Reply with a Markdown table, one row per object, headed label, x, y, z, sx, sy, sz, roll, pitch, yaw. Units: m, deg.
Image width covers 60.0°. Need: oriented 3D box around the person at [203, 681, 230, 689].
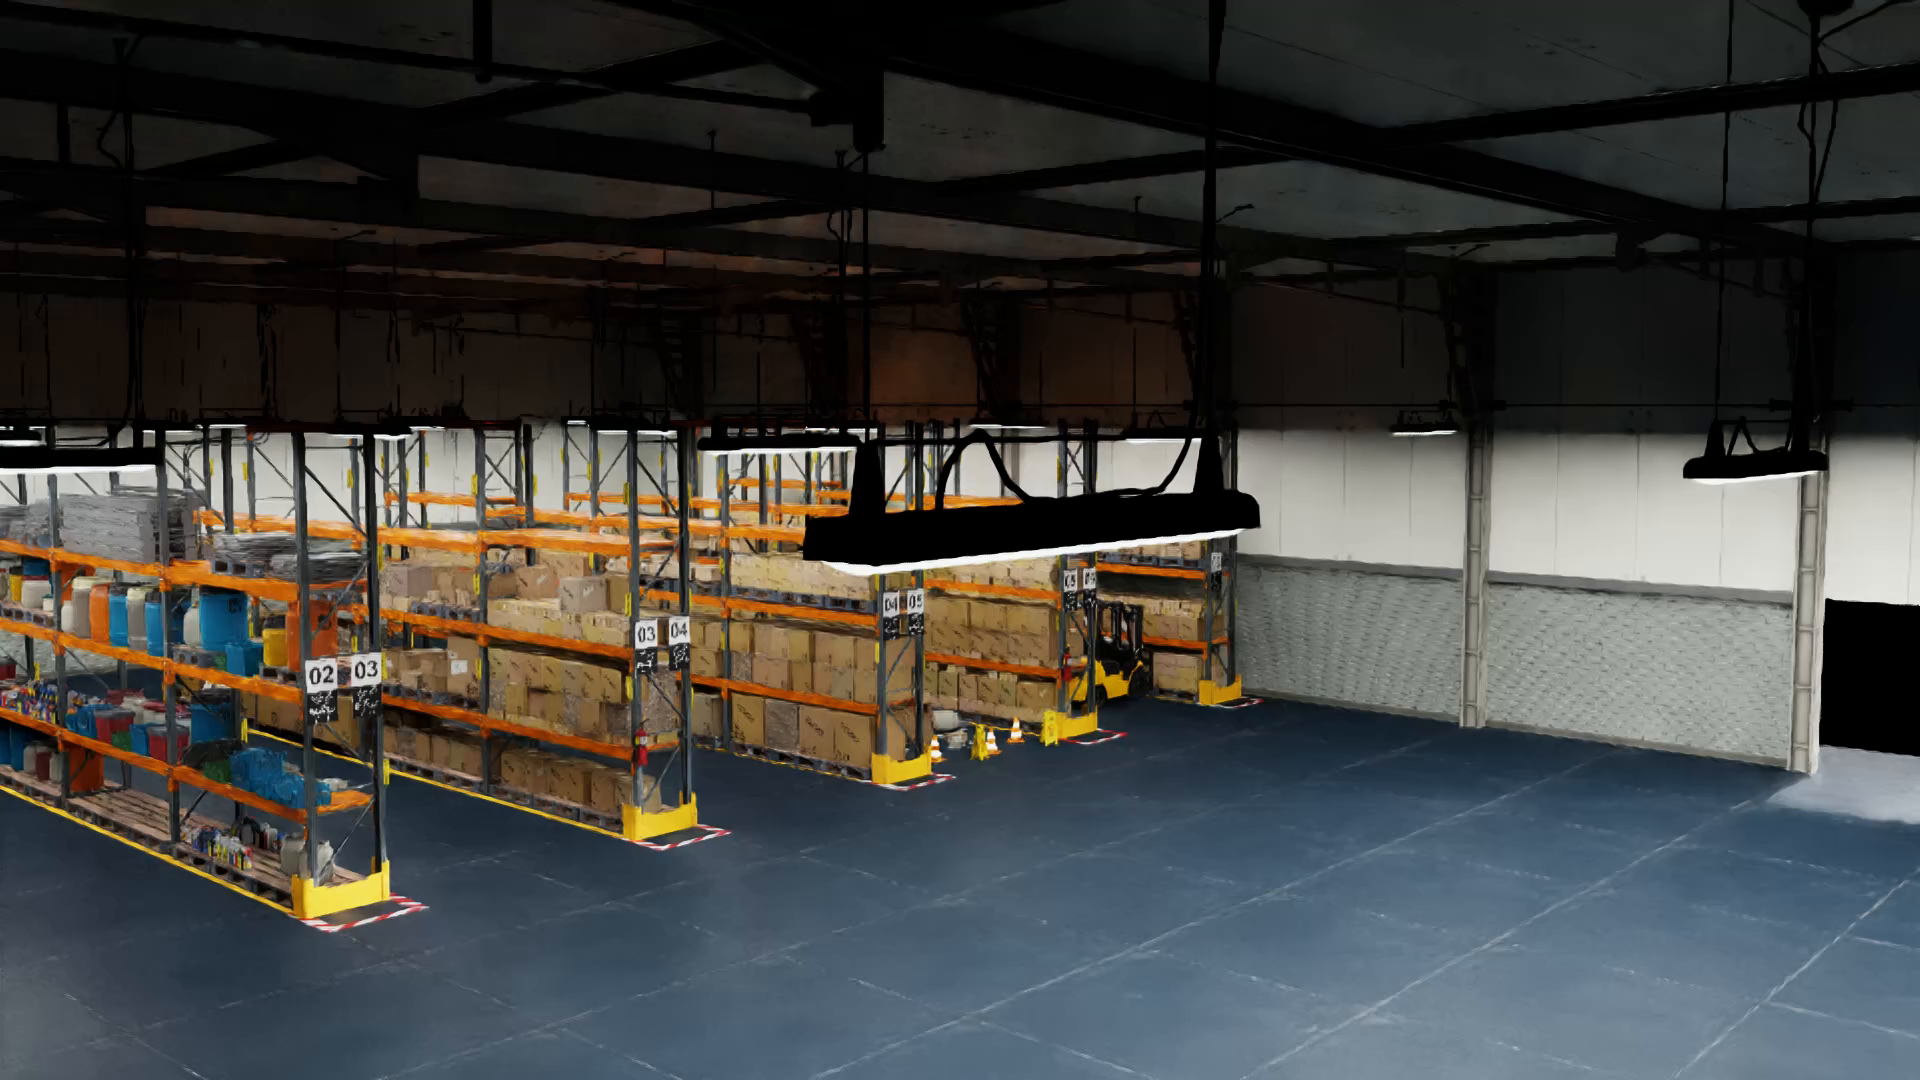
| label | x | y | z | sx | sy | sz | roll | pitch | yaw |
| --- | --- | --- | --- | --- | --- | --- | --- | --- | --- |
| person | -13.703 | 3.007 | 30.817 | 0.512 | 1.632 | 0.639 | 4 | 6 | 40 |
